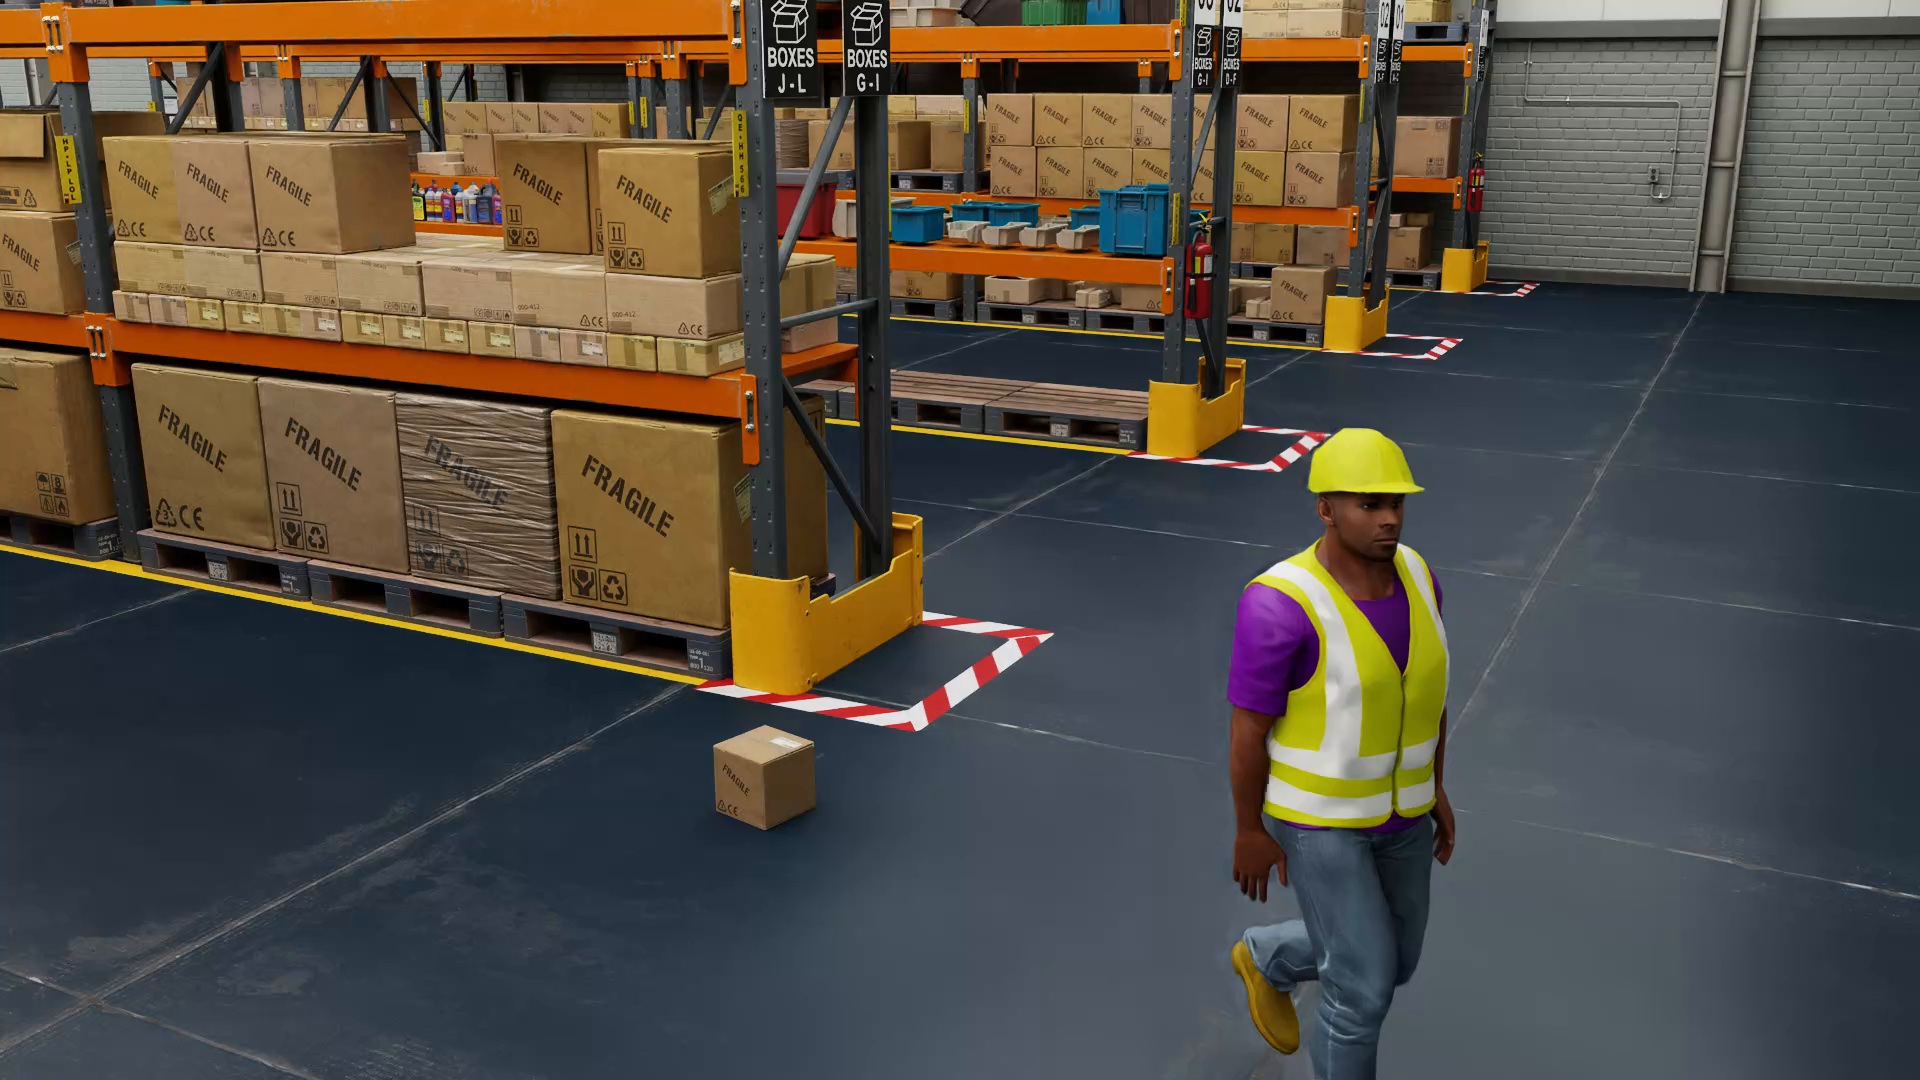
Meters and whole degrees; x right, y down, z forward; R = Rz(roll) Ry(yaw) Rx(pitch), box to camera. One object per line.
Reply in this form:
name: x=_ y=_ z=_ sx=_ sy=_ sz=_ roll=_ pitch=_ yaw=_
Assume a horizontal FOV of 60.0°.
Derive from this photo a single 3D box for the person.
person: x=0.866 y=0.598 z=3.820 sx=0.582 sy=1.750 sz=0.820 roll=-9 pitch=18 yaw=-30
